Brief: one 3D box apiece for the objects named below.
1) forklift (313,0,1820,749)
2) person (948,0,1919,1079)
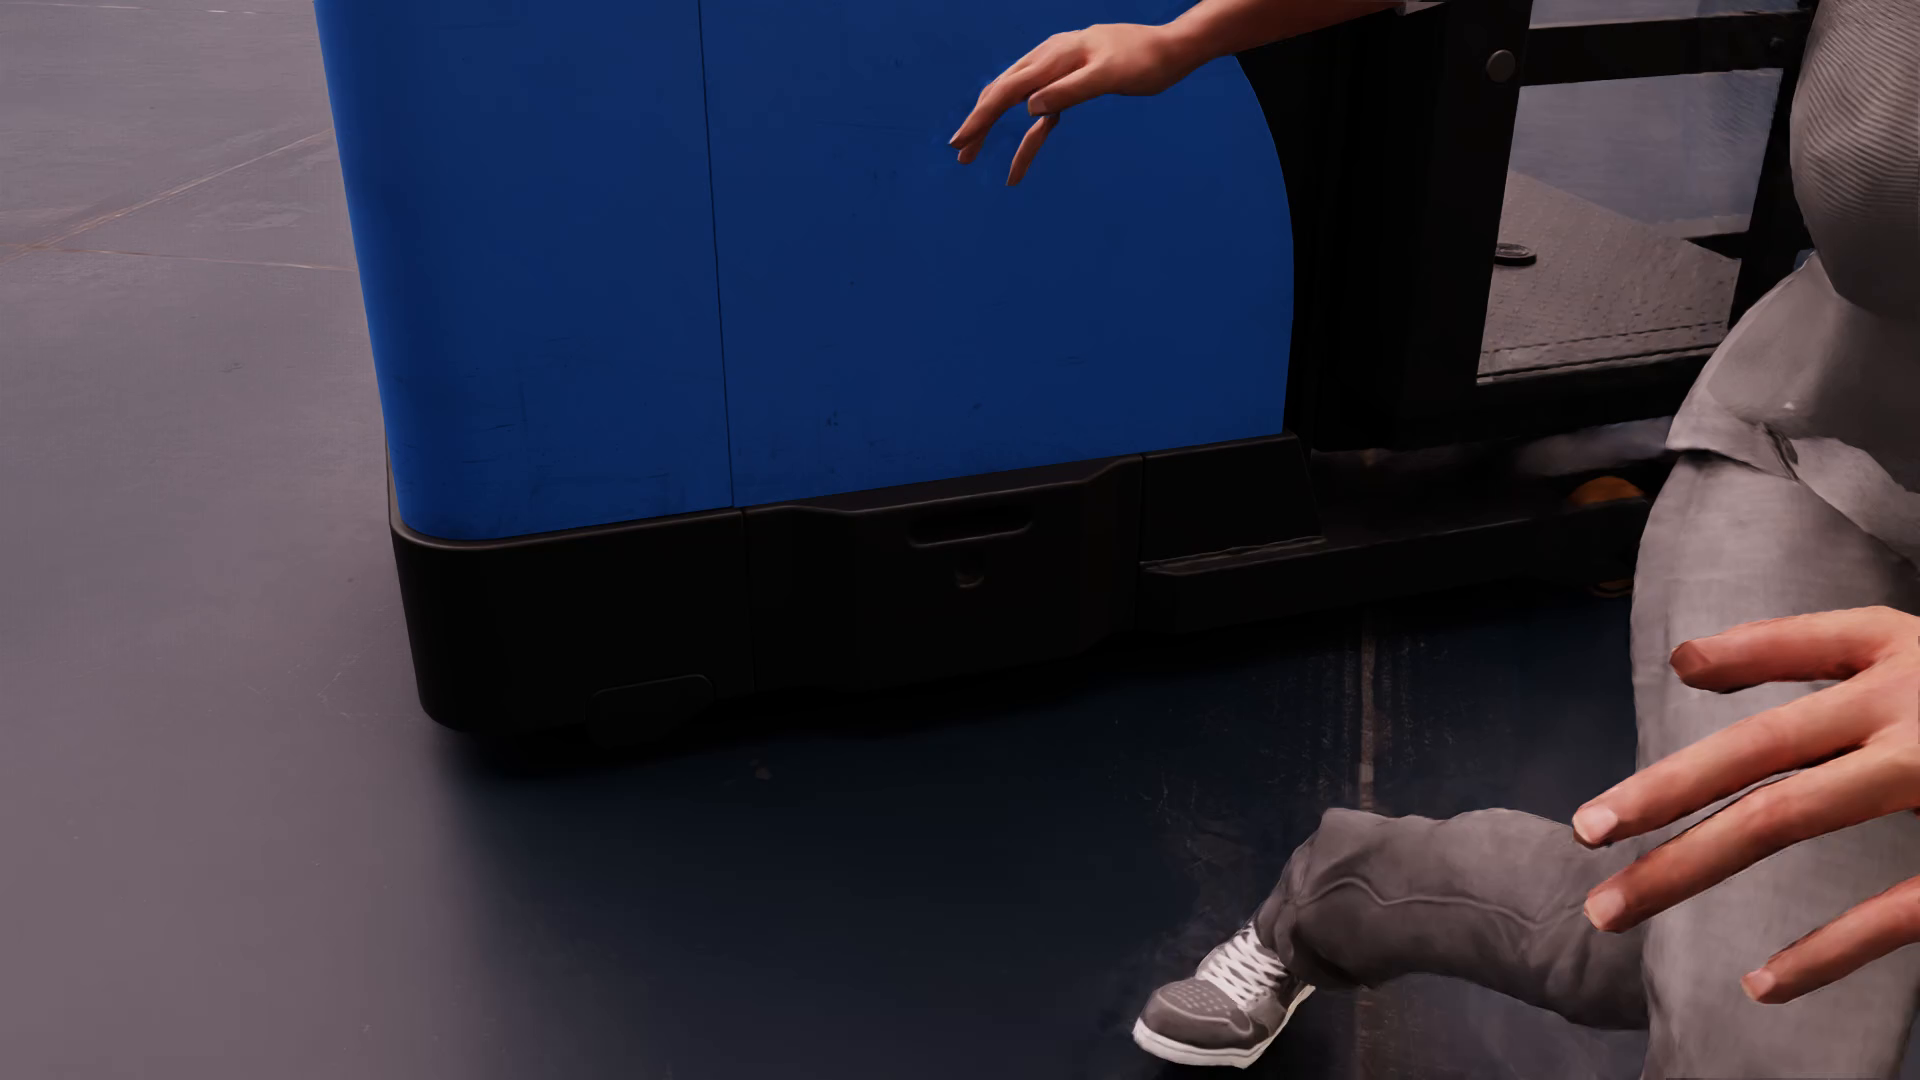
[{"bbox_3d":[0.674,-1.445,2.109,3.031,2.935,1.130,-8,28,-16],"label":"forklift"},{"bbox_3d":[0.314,0.066,0.861,0.827,1.382,0.937,18,32,31],"label":"person"}]
